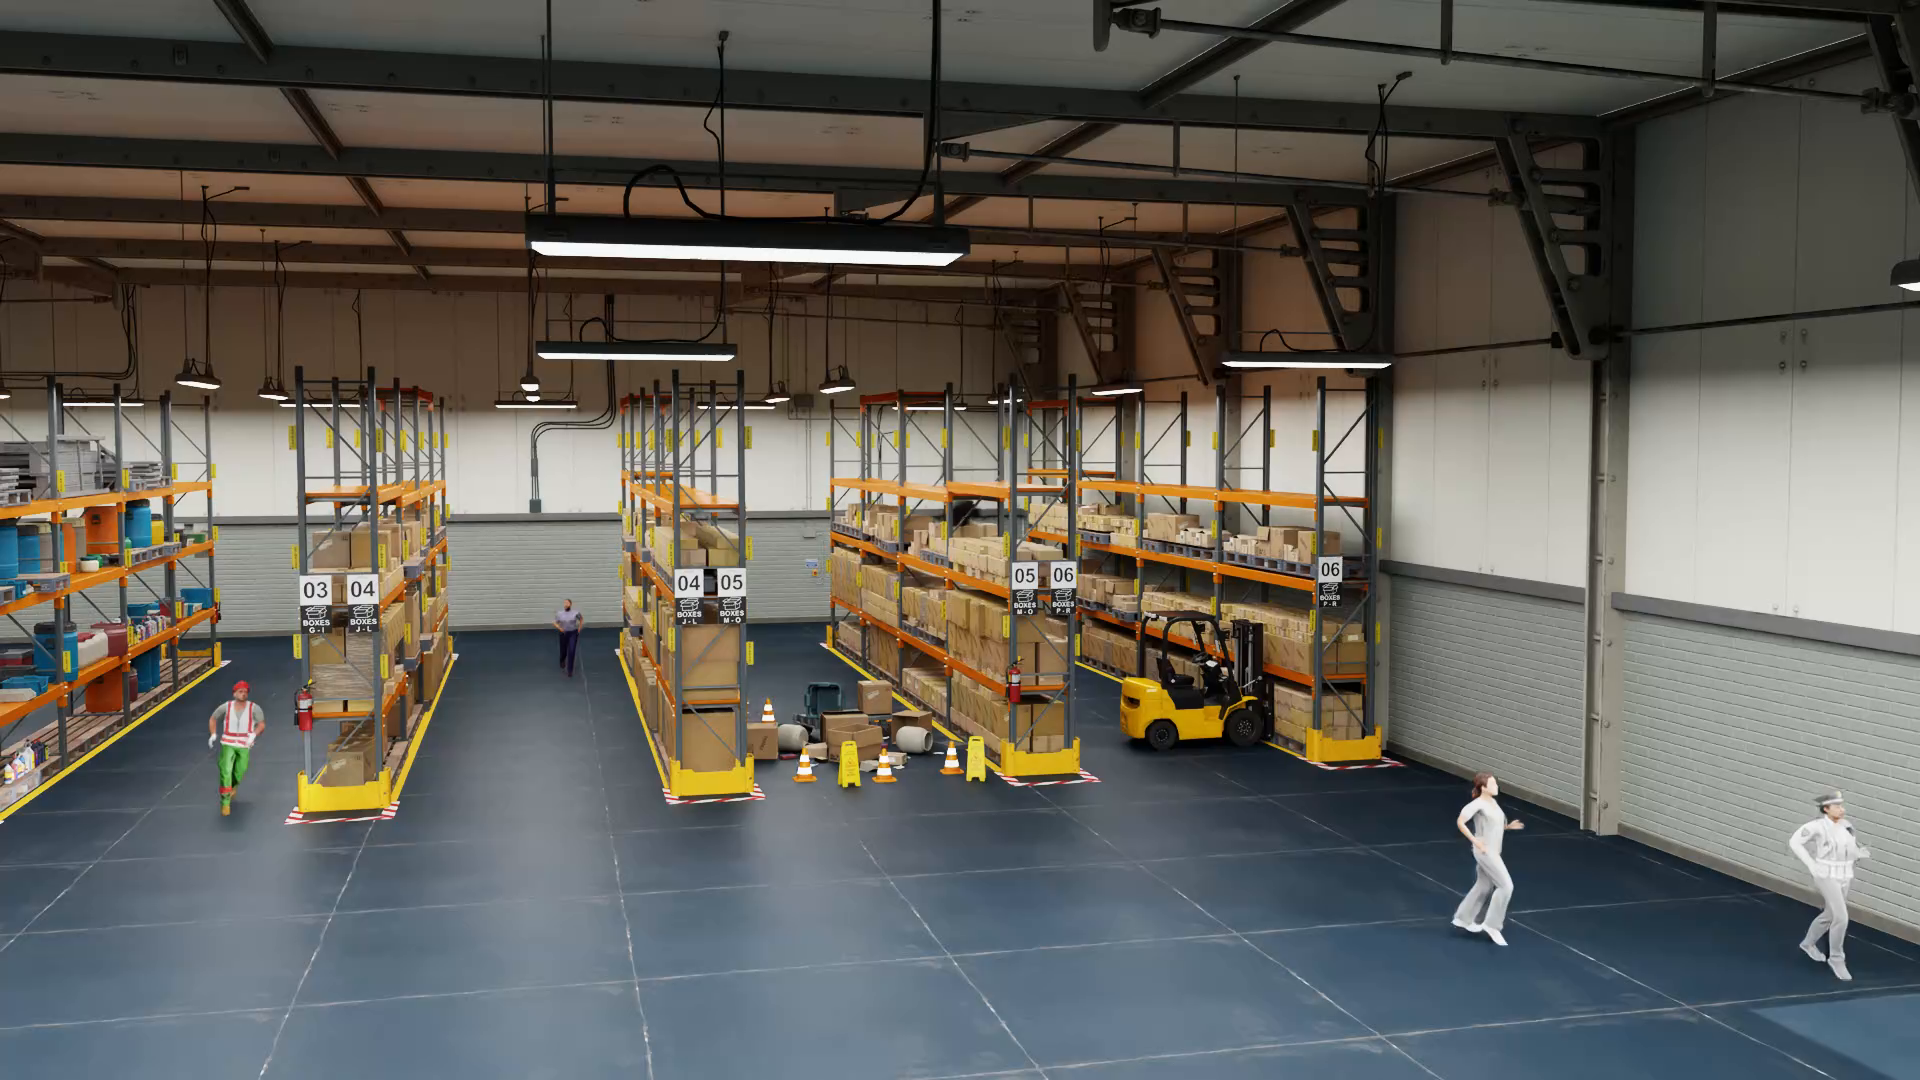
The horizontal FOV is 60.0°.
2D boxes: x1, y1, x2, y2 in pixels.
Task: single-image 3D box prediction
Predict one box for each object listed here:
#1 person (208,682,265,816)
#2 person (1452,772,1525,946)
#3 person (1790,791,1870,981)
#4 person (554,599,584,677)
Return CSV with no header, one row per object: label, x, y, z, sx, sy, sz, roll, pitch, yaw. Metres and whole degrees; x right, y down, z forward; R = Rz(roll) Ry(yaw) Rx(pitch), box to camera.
person,-9.825,2.797,22.605,0.708,1.762,0.793,-1,4,-23
person,5.287,3.176,16.642,0.675,1.715,0.544,2,4,32
person,8.206,3.221,15.658,0.593,1.752,0.709,-1,4,-23
person,-8.400,2.080,35.676,0.591,1.639,0.838,-1,3,-10
